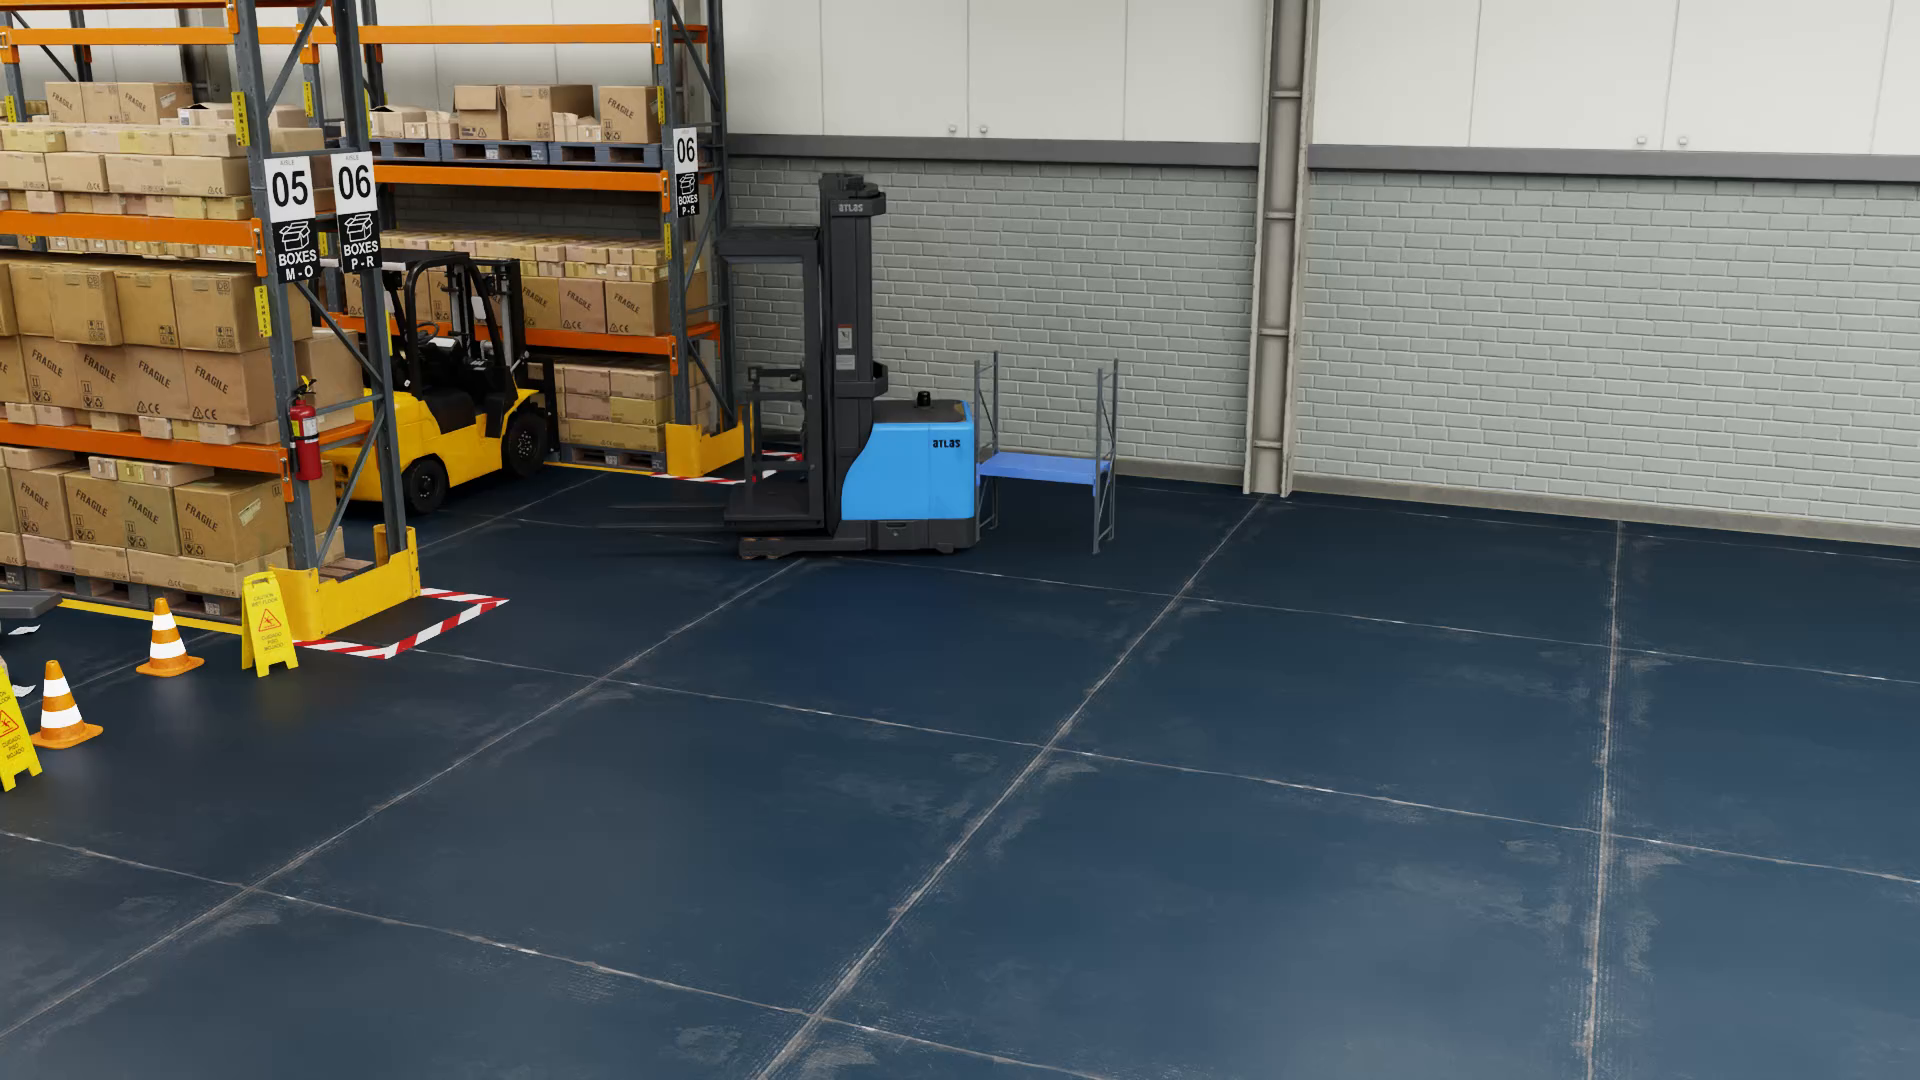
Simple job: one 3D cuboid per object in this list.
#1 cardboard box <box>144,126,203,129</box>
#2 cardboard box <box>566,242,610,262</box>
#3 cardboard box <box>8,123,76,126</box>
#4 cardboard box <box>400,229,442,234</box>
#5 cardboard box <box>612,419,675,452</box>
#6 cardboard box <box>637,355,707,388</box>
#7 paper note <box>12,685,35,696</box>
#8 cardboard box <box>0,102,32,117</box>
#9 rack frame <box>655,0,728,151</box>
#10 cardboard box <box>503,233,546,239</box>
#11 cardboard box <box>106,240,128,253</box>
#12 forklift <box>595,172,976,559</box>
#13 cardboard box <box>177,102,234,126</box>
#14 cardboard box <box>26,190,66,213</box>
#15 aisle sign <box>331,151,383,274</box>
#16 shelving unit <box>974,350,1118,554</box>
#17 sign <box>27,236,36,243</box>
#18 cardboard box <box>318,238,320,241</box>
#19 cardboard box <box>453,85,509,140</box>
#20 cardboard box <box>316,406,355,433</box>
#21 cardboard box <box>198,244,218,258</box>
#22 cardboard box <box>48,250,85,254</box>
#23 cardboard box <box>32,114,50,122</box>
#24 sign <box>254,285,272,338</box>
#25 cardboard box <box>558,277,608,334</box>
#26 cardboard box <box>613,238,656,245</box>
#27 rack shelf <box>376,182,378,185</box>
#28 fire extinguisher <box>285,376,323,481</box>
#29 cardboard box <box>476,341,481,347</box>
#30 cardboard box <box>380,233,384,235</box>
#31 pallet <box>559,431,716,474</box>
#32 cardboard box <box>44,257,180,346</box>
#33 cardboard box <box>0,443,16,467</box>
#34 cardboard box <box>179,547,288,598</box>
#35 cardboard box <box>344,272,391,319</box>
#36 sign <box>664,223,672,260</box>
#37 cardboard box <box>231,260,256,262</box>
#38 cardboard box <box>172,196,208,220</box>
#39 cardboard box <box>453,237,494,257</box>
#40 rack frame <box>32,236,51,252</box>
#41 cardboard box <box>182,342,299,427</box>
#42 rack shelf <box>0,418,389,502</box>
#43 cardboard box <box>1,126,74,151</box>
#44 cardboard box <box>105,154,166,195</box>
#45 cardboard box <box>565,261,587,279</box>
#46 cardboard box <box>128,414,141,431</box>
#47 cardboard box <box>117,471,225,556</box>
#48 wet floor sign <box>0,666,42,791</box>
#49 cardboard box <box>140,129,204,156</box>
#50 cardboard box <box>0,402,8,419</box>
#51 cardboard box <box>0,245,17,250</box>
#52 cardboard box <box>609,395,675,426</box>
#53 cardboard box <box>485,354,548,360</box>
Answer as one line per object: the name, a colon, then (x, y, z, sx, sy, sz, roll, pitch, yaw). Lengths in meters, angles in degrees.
cardboard box: (-5.447, -2.807, 11.603, 0.250, 0.149, 0.380, 6, 17, 20)
cardboard box: (-3.561, -2.760, 15.924, 0.250, 0.149, 0.380, 6, 17, 21)
cardboard box: (-6.641, -2.940, 12.061, 0.250, 0.149, 0.380, 6, 17, 20)
cardboard box: (-5.547, -3.115, 17.147, 0.250, 0.149, 0.380, 6, 17, 19)
cardboard box: (-3.005, -1.041, 16.059, 0.500, 0.250, 0.500, 6, 17, 21)
cardboard box: (-2.829, -1.654, 16.375, 0.500, 0.250, 0.500, 6, 17, 20)
paper note: (-5.879, 0.939, 10.384, 0.142, 0.019, 0.148, 0, 16, 1)
cardboard box: (-10.322, -4.674, 18.032, 0.250, 0.149, 0.380, 7, 18, 22)
rack frame: (-2.452, -5.075, 15.015, 0.127, 3.000, 1.000, 6, 17, 21)
cardboard box: (-4.361, -2.978, 16.675, 0.250, 0.149, 0.380, 7, 18, 22)
cardboard box: (-8.960, -3.193, 17.949, 0.250, 0.149, 0.380, 6, 17, 21)
forklift: (-1.406, -1.405, 13.255, 3.031, 2.935, 1.130, -1, 16, -2)
cardboard box: (-7.650, -4.340, 17.090, 0.500, 0.311, 0.500, 6, 17, 19)
cardboard box: (-6.149, -2.336, 11.409, 0.250, 0.149, 0.380, 6, 17, 20)
aisle sign: (-4.098, -2.229, 11.308, 0.004, 0.787, 0.394, 6, 17, 21)
shelving unit: (0.691, -0.721, 13.468, 1.048, 1.500, 0.538, 6, 17, 20)
sign: (-10.084, -3.389, 18.031, 0.005, 0.325, 0.100, 6, 17, 21)
cardboard box: (-6.884, -3.121, 17.702, 0.250, 0.149, 0.380, 6, 17, 20)
cardboard box: (-4.399, -4.116, 15.975, 0.637, 0.503, 0.797, 7, 18, 22)
cardboard box: (-4.510, -0.874, 11.755, 0.250, 0.149, 0.380, 6, 17, 21)
cardboard box: (-7.772, -3.063, 17.502, 0.250, 0.149, 0.380, 6, 17, 21)
cardboard box: (-9.580, -3.065, 18.224, 0.500, 0.250, 0.500, 6, 17, 21)
cardboard box: (-9.681, -4.476, 17.818, 0.250, 0.166, 0.380, 6, 17, 21)
sign: (-4.492, -1.472, 10.721, 0.005, 0.325, 0.100, 6, 17, 21)
cardboard box: (-3.485, -2.280, 15.967, 0.500, 0.500, 0.500, 7, 18, 22)
cardboard box: (-3.168, -2.845, 16.217, 0.250, 0.149, 0.380, 7, 17, 22)
rack shelf: (-8.033, -3.903, 17.647, 4.000, 0.370, 1.077, 6, 17, 21)
fire extinguisher: (-4.332, -0.738, 10.974, 0.183, 0.674, 0.296, 6, 17, 21)
cardboard box: (-5.167, -1.917, 17.280, 0.500, 0.250, 0.500, 6, 17, 20)
cardboard box: (-5.985, -2.996, 16.737, 0.250, 0.149, 0.380, 7, 17, 22)
pallet: (-3.179, -0.922, 16.472, 1.213, 0.211, 1.003, 6, 17, 21)
cardboard box: (-5.805, -1.652, 11.478, 0.500, 0.500, 0.700, 6, 17, 20)
cardboard box: (-6.968, -0.658, 12.228, 0.250, 0.149, 0.380, 7, 18, 23)
cardboard box: (-5.143, 0.197, 11.793, 0.500, 0.250, 0.500, 6, 17, 20)
cardboard box: (-5.856, -2.538, 16.857, 0.500, 0.500, 0.500, 6, 17, 19)
sign: (-2.664, -2.725, 15.177, 0.005, 0.325, 0.100, 6, 17, 21)
cardboard box: (-7.205, -2.806, 17.331, 0.500, 0.250, 0.500, 6, 17, 19)
cardboard box: (-4.948, -2.207, 10.966, 0.250, 0.149, 0.380, 6, 17, 21)
cardboard box: (-4.758, -2.885, 16.354, 0.250, 0.149, 0.380, 6, 17, 20)
rack frame: (-9.894, -3.012, 18.670, 0.127, 3.000, 1.000, 6, 17, 21)
cardboard box: (-4.876, -1.081, 11.305, 0.500, 0.500, 0.500, 6, 17, 20)
rack shelf: (-6.130, -0.765, 12.220, 4.000, 0.370, 1.077, 6, 17, 21)
cardboard box: (-6.341, -2.764, 11.454, 0.250, 0.149, 0.380, 7, 17, 22)
cardboard box: (-5.307, -2.455, 11.107, 0.500, 0.250, 0.500, 6, 17, 20)
cardboard box: (-3.571, -2.606, 15.926, 0.250, 0.149, 0.380, 6, 17, 20)
cardboard box: (-5.640, -0.879, 11.770, 0.250, 0.149, 0.380, 7, 17, 21)
cardboard box: (-5.597, -0.214, 11.866, 0.500, 0.500, 0.500, 7, 18, 23)
wet floor sign: (-5.238, 1.008, 9.044, 0.232, 0.644, 0.267, 3, 17, 11)
cardboard box: (-5.162, -2.625, 10.975, 0.250, 0.149, 0.380, 6, 17, 20)
cardboard box: (-6.826, -0.994, 12.169, 0.250, 0.149, 0.380, 6, 17, 20)
cardboard box: (-10.994, -3.166, 18.715, 0.500, 0.250, 0.500, 5, 17, 18)
cardboard box: (-3.019, -1.284, 15.998, 0.500, 0.250, 0.500, 6, 17, 20)
cardboard box: (-4.413, -1.675, 16.449, 0.500, 0.250, 0.500, 6, 17, 20)
